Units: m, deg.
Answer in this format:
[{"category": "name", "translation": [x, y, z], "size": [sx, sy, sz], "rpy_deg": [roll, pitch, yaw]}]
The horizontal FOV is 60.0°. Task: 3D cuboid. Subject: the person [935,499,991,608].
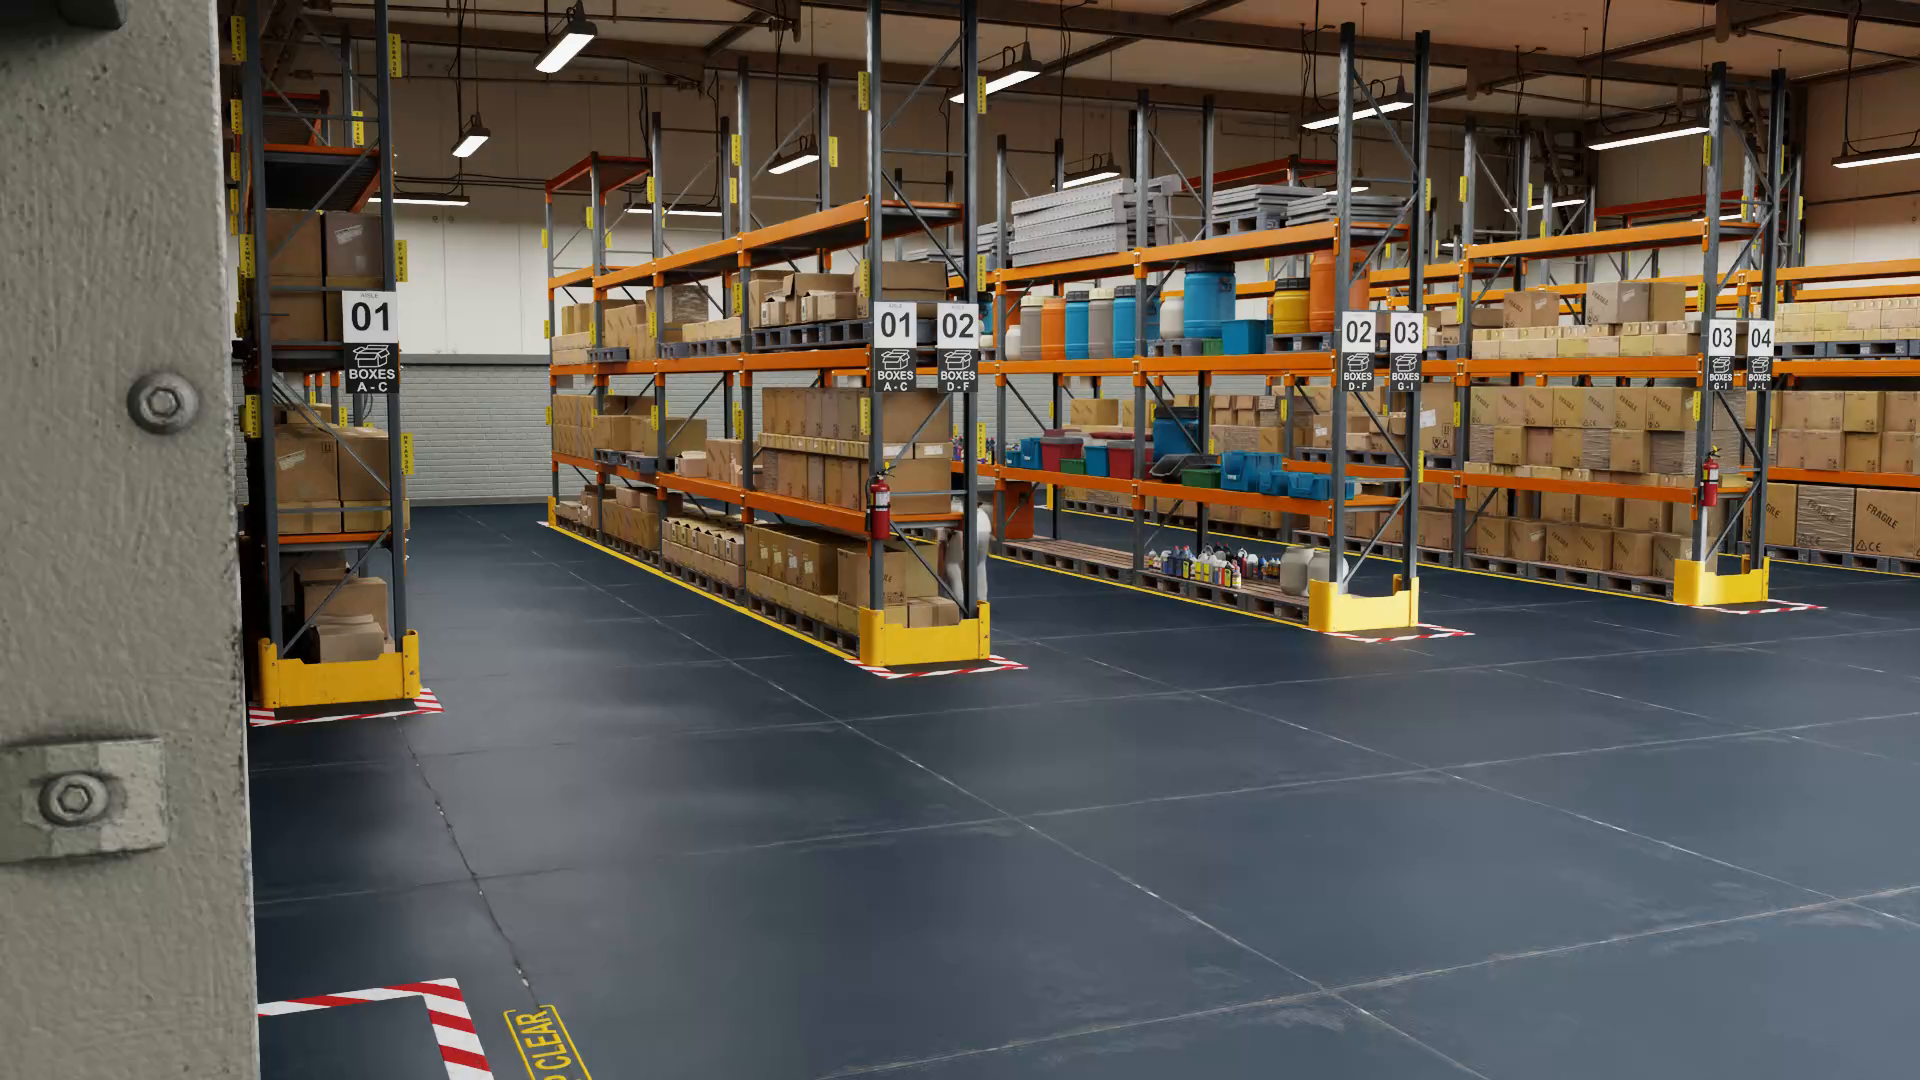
[{"category": "person", "translation": [-0.015, 0.140, 18.743], "size": [0.490, 1.195, 1.038], "rpy_deg": [-3, 6, -26]}]
